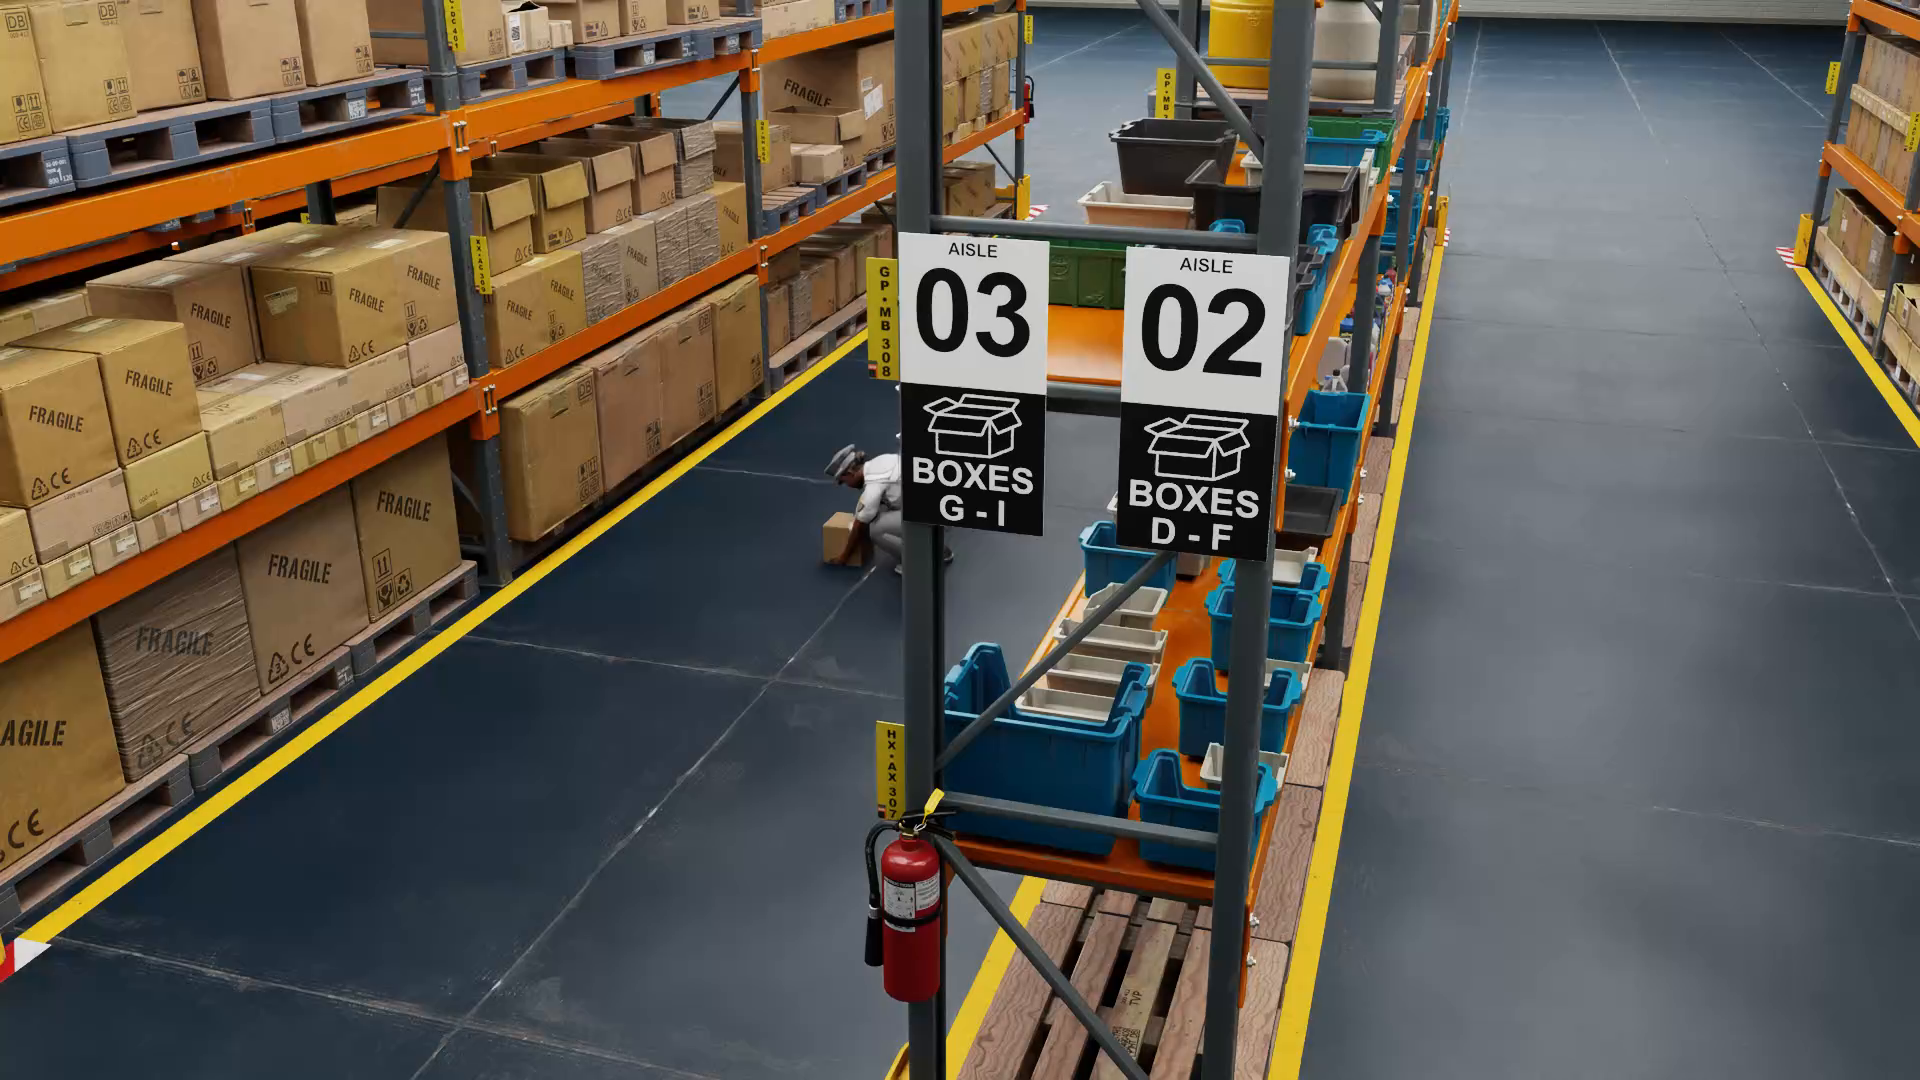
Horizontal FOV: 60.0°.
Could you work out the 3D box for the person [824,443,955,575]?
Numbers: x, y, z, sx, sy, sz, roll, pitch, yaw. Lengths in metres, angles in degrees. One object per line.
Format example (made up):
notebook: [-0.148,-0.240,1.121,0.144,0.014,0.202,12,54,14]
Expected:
person: [-0.391,-0.178,10.299,0.893,0.838,0.478,6,23,15]
